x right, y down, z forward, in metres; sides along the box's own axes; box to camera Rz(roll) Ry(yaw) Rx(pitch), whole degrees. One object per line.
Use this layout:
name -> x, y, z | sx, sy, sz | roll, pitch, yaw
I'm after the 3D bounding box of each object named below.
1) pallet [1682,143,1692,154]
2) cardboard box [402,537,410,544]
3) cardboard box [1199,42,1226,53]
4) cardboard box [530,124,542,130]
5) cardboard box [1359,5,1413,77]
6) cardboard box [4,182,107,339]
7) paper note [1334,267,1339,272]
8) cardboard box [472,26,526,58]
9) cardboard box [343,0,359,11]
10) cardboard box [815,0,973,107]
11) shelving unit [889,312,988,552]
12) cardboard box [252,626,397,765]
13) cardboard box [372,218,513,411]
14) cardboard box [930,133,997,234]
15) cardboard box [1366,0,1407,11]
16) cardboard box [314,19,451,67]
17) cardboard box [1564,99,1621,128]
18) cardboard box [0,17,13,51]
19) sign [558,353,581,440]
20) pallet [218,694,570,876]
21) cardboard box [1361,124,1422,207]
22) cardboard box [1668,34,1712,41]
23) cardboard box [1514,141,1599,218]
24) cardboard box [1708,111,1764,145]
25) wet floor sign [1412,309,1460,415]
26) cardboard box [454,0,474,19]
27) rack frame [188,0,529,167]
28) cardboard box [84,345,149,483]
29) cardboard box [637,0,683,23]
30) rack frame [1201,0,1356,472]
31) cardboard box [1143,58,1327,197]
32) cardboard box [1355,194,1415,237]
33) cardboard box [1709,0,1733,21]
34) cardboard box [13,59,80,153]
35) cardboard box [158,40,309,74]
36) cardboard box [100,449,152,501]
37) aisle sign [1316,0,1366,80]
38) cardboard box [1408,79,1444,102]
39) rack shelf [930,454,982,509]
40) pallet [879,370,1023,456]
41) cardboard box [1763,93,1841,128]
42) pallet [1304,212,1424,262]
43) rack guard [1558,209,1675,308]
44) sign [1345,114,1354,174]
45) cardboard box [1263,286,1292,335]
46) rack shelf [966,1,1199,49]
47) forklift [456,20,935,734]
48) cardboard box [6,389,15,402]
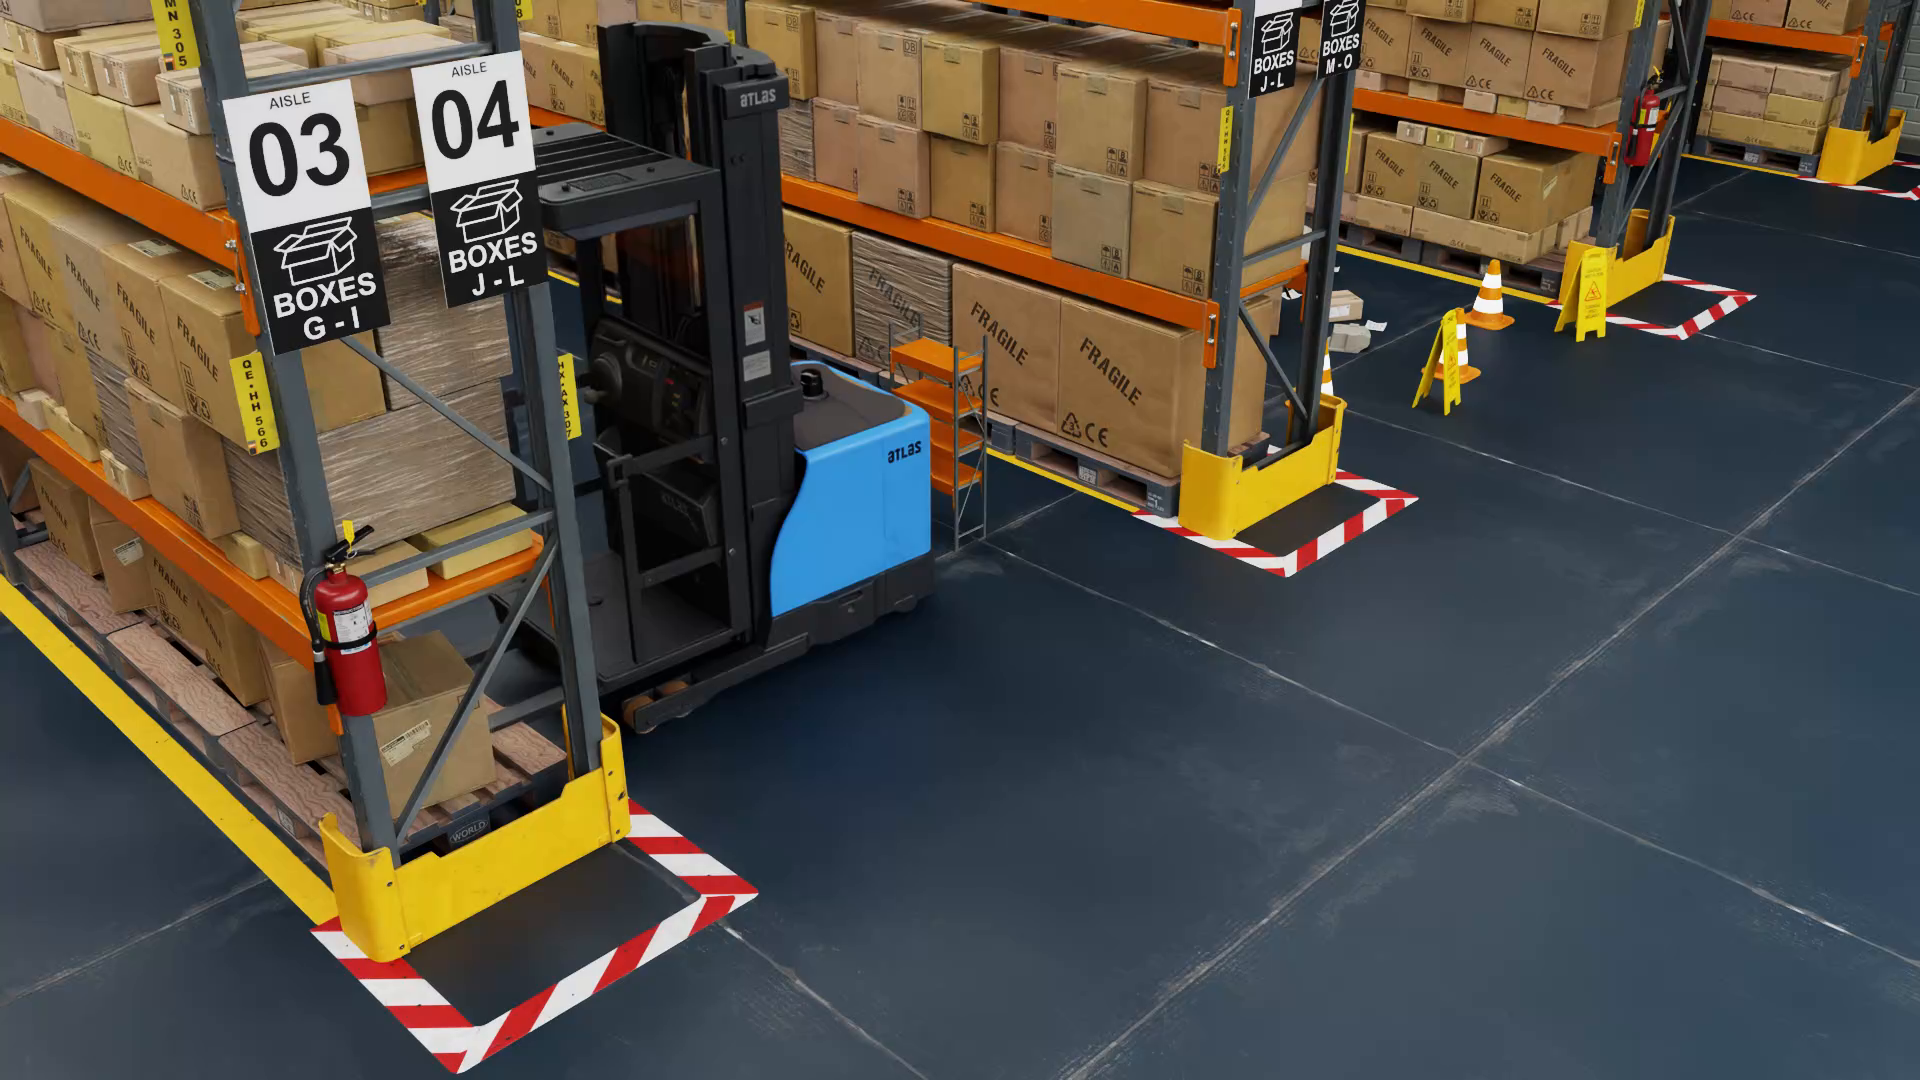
pallet -> 7.159, -4.292, 17.185 | 1.213, 0.211, 1.003 | 25, 36, 38
cardboard box -> -2.027, -0.104, 6.494 | 0.250, 0.149, 0.380 | 25, 36, 38
cardboard box -> 2.269, -4.229, 14.339 | 0.250, 0.149, 0.380 | 24, 36, 38
cardboard box -> -3.610, -3.140, 13.965 | 0.750, 0.750, 1.050 | 24, 36, 38
cardboard box -> 3.485, -4.006, 13.219 | 0.500, 0.500, 0.500 | -25, 37, -39
cardboard box -> -3.457, -1.162, 6.736 | 0.500, 0.500, 0.500 | 25, 36, 38
paper note -> 2.964, -2.177, 13.356 | 0.148, 0.019, 0.142 | 12, 30, 22
cardboard box -> -3.486, -3.822, 13.187 | 0.500, 0.500, 0.500 | 24, 36, 38
cardboard box -> -5.033, -4.566, 14.210 | 0.380, 0.149, 0.250 | -24, 36, -38
cardboard box -> -0.416, -3.145, 10.687 | 0.550, 0.550, 0.875 | 25, 36, 38
shelving unit -> -0.118, -0.585, 9.073 | 0.503, 1.200, 0.258 | 25, 36, 38
cardboard box -> -2.710, 0.572, 7.173 | 0.500, 0.500, 0.500 | -15, 31, -27
cardboard box -> -2.027, -0.843, 6.130 | 0.500, 0.500, 0.500 | 25, 36, 38
cardboard box -> 0.302, -2.296, 10.233 | 0.500, 0.550, 0.875 | 25, 36, 38
cardboard box -> 3.555, -4.465, 13.018 | 0.500, 0.500, 0.700 | 24, 36, 38
cardboard box -> -1.977, -1.676, 5.724 | 0.380, 0.149, 0.250 | -24, 36, -38
cardboard box -> 4.705, -3.184, 12.352 | 0.380, 0.149, 0.250 | -24, 36, -38
cardboard box -> -3.328, -1.912, 6.172 | 0.250, 0.149, 0.380 | 22, 35, 36
sign -> -1.446, -0.518, 6.083 | 0.005, 0.325, 0.100 | 25, 36, 38
pallet -> -2.435, 0.978, 7.164 | 1.213, 0.211, 1.003 | 25, 36, 38
cardboard box -> 3.638, -3.056, 13.536 | 0.500, 0.500, 0.500 | 24, 36, 37
cardboard box -> 7.321, -5.021, 17.006 | 0.500, 0.250, 0.500 | 24, 36, 37
cardboard box -> 4.723, -2.907, 13.253 | 0.500, 0.500, 0.500 | 23, 36, 37
cardboard box -> 7.695, -4.075, 16.280 | 0.500, 0.250, 0.500 | 25, 36, 38
wet floor sign -> 3.132, -1.174, 10.789 | 0.232, 0.644, 0.267 | 18, 33, 30
cardboard box -> -3.668, -4.515, 13.433 | 0.500, 0.500, 0.700 | 24, 36, 38
rack frame -> -1.826, -2.610, 4.545 | 0.127, 3.000, 1.000 | 25, 36, 38
cardboard box -> -2.966, -0.620, 6.780 | 0.500, 0.500, 0.875 | 25, 36, 38
cardboard box -> -1.855, -3.687, 11.858 | 0.500, 0.500, 0.700 | 24, 36, 38
rack frame -> 1.724, -1.568, 9.009 | 0.127, 3.000, 1.000 | 25, 36, 38
cardboard box -> 1.486, -2.246, 8.978 | 0.550, 0.550, 0.875 | 25, 36, 38
cardboard box -> 3.616, -2.728, 13.718 | 0.500, 0.250, 0.500 | 23, 35, 37
cardboard box -> 7.335, -5.349, 16.093 | 0.500, 0.500, 0.500 | 24, 36, 37
cardboard box -> -3.065, -1.621, 6.048 | 0.500, 0.250, 0.500 | -24, 36, -38
cardboard box -> -2.346, -1.504, 5.396 | 0.250, 0.149, 0.380 | 23, 36, 37
cardboard box -> -3.317, -0.323, 6.911 | 0.250, 0.149, 0.380 | 25, 36, 38
aisle sign -> 1.984, -2.795, 8.550 | 0.004, 0.787, 0.394 | 25, 36, 38
cardboard box -> 3.744, -3.578, 13.101 | 0.250, 0.149, 0.380 | 24, 36, 38
rack shelf -> -0.118, -0.350, 9.197 | 0.480, 0.148, 0.258 | 25, 36, 38
pallet -> 0.233, -0.967, 10.862 | 1.213, 0.211, 1.003 | 25, 36, 38
cardboard box -> 8.033, -4.138, 15.862 | 0.500, 0.250, 0.500 | 24, 36, 38
pallet -> 3.647, -2.709, 14.176 | 1.213, 0.211, 1.003 | 25, 36, 38
rack guard -> 5.068, -2.162, 12.825 | 0.348, 0.500, 1.175 | 25, 36, 38
sign -> 2.117, -2.169, 9.136 | 0.005, 0.325, 0.100 | 25, 36, 38
cardboard box -> 2.094, -1.872, 12.269 | 0.637, 0.503, 0.797 | 2, 28, 4
rack shelf -> 0.844, -4.883, 16.087 | 4.000, 0.370, 1.077 | 25, 36, 38
forklift -> -1.566, -0.691, 7.415 | 3.031, 2.935, 1.130 | -23, 35, -36
cardboard box -> -4.184, -0.742, 7.709 | 0.250, 0.149, 0.380 | 25, 36, 38
